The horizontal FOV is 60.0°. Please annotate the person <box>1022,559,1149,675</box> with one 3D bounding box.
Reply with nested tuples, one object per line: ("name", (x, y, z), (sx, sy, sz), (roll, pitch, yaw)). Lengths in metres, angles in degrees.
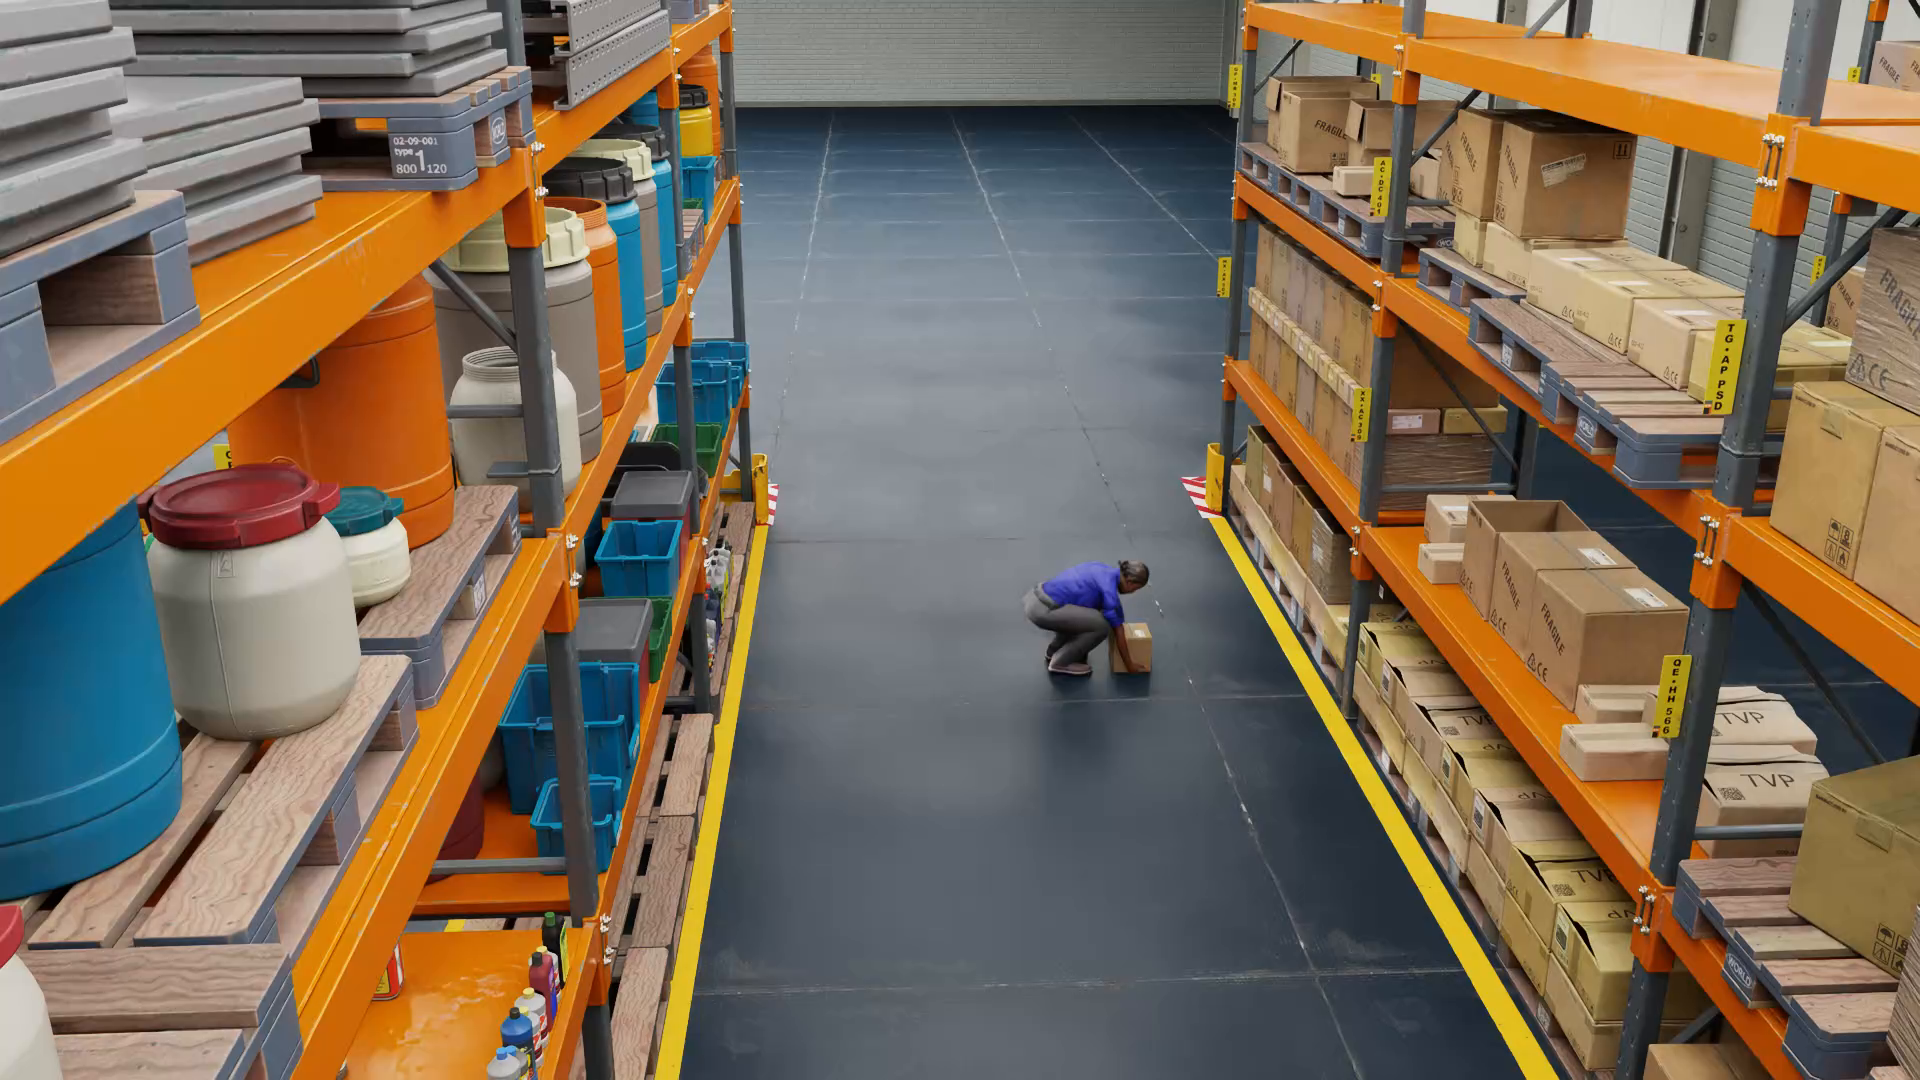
("person", (0.836, 0.505, 11.075), (0.846, 0.759, 0.440), (-2, 21, -4))
